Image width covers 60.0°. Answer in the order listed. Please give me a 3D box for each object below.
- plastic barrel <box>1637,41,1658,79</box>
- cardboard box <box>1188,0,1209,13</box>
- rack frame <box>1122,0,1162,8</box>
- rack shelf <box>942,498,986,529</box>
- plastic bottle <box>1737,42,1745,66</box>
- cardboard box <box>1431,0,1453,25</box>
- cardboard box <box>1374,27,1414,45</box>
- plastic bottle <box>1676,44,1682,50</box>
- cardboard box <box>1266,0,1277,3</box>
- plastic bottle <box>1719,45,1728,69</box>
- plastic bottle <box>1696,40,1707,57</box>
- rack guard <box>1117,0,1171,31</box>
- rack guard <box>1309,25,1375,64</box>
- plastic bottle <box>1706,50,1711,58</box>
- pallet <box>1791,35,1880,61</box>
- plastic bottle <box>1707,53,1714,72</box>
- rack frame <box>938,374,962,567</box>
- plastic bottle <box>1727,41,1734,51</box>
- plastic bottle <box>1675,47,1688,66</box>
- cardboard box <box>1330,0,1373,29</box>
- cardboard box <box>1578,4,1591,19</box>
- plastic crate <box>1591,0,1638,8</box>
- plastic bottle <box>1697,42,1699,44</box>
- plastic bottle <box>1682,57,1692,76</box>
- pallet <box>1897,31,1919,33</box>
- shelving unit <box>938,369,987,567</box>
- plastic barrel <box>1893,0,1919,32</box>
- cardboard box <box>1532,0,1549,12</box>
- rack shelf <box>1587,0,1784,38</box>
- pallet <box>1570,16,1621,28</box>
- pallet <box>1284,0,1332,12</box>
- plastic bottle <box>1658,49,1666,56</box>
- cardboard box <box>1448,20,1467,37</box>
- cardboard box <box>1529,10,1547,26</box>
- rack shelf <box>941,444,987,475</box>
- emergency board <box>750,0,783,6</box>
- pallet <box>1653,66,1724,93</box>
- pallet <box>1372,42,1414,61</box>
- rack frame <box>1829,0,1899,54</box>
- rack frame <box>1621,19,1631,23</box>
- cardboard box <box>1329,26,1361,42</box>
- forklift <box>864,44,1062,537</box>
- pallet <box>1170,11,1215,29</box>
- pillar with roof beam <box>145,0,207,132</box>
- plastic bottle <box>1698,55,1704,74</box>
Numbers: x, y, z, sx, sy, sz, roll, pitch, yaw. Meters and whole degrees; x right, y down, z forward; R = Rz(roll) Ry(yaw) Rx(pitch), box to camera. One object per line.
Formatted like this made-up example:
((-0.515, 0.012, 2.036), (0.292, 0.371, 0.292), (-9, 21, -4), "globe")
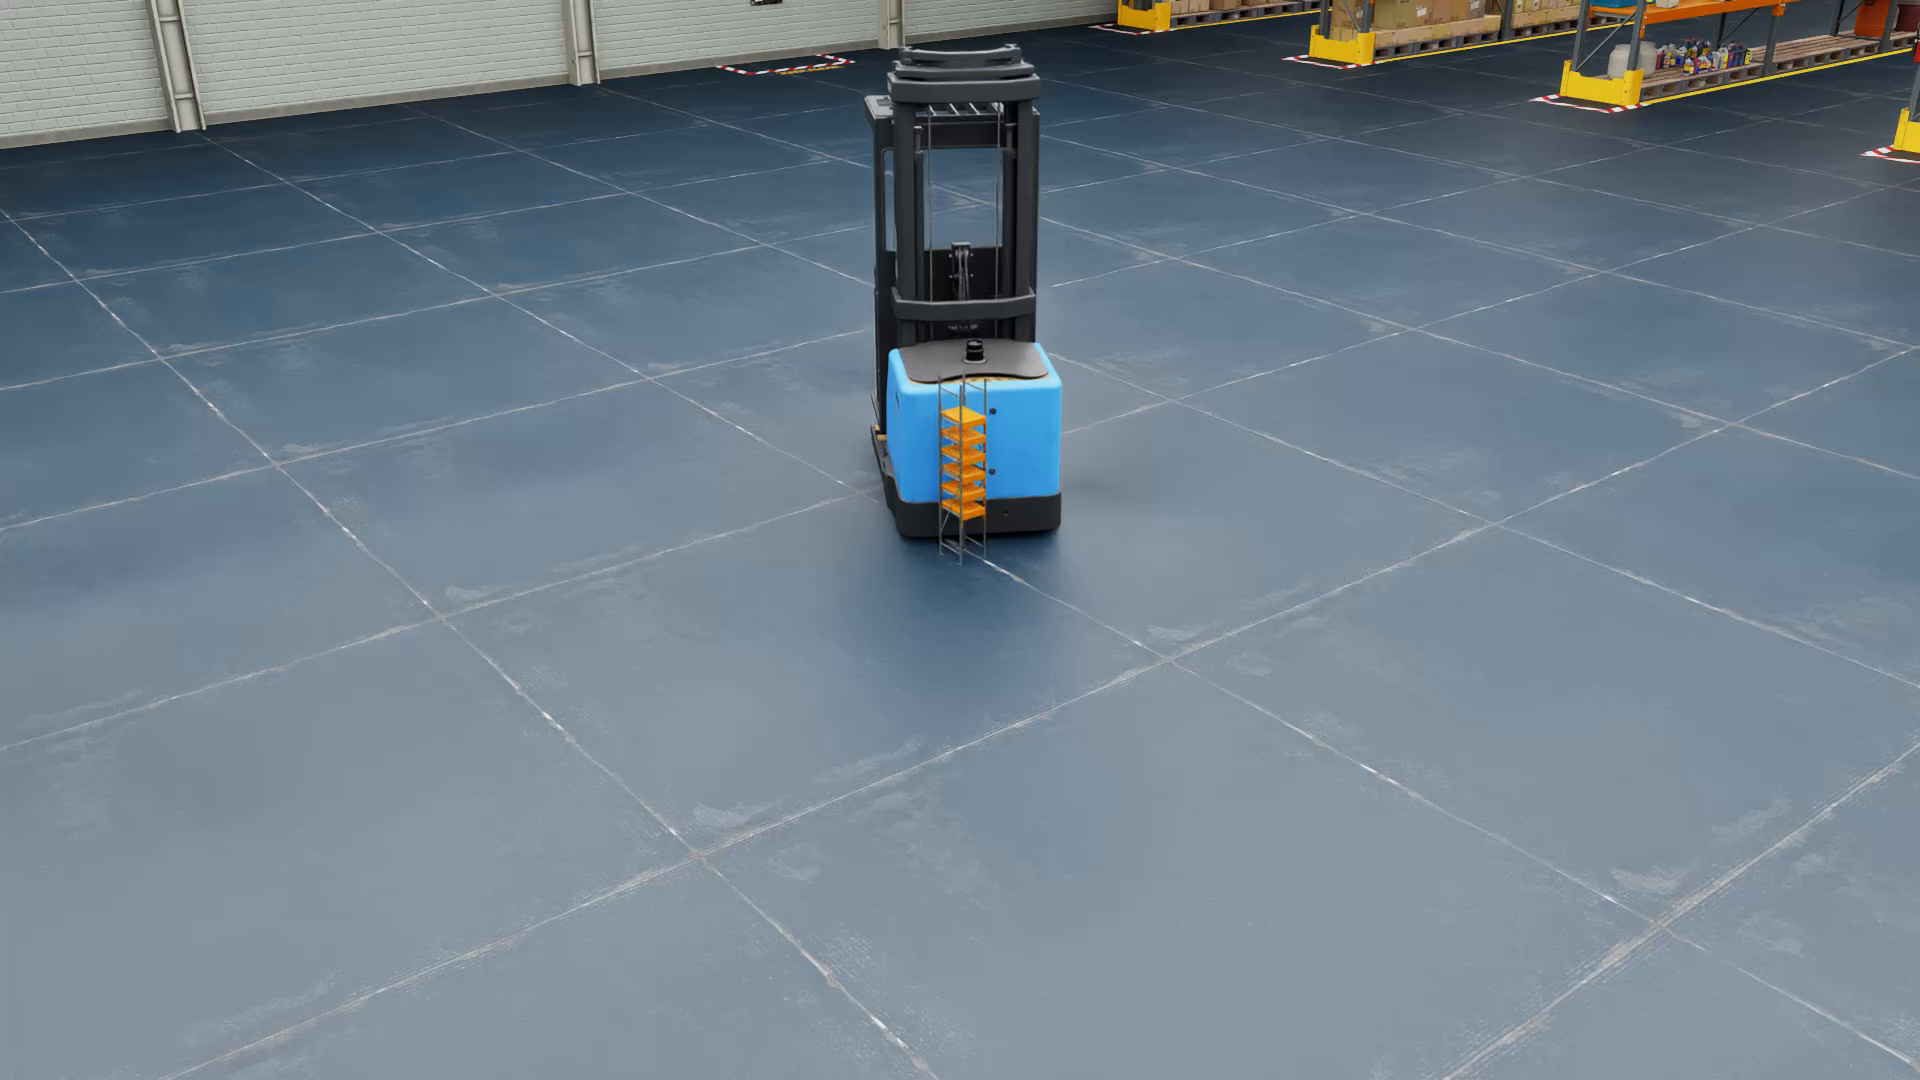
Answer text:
((10.457, -7.357, 25.496), (0.421, 0.512, 0.421), (0, 25, 0), "plastic barrel")
((4.527, -10.529, 32.544), (0.500, 0.311, 0.500), (-15, 29, -30), "cardboard box")
((3.479, -11.251, 31.429), (0.127, 3.000, 1.000), (-18, 31, -34), "rack frame")
((0.015, -0.181, 10.390), (0.180, 0.103, 0.258), (-17, 30, -32), "rack shelf")
((12.411, -7.743, 26.495), (0.185, 0.351, 0.144), (-19, 31, -35), "plastic bottle")
((8.280, -9.348, 29.207), (0.500, 0.500, 0.500), (-18, 31, -34), "cardboard box")
((7.489, -8.751, 28.809), (0.500, 0.250, 0.500), (-18, 31, -34), "cardboard box")
((11.544, -7.825, 26.751), (0.133, 0.283, 0.061), (-17, 30, -32), "plastic bottle")
((6.224, -11.055, 33.851), (0.380, 0.166, 0.250), (22, 33, 39), "cardboard box")
((12.006, -7.609, 26.207), (0.185, 0.351, 0.144), (-18, 31, -34), "plastic bottle")
((11.937, -7.886, 26.803), (0.185, 0.351, 0.144), (-18, 31, -34), "plastic bottle")
((3.539, -10.137, 31.997), (0.348, 0.500, 1.175), (-18, 31, -34), "rack guard")
((6.520, -8.471, 28.408), (0.348, 0.500, 1.175), (-18, 31, -34), "rack guard")
((11.809, -7.573, 26.208), (0.133, 0.283, 0.061), (-18, 31, -34), "plastic bottle")
((15.254, -8.594, 29.016), (1.213, 0.211, 1.003), (-18, 31, -34), "pallet")
((11.719, -7.466, 25.993), (0.097, 0.271, 0.097), (0, 25, 0), "plastic bottle")
((-0.059, -0.416, 10.222), (0.006, 1.200, 0.240), (-17, 30, -32), "rack frame")
((12.322, -7.791, 26.598), (0.185, 0.351, 0.144), (-18, 31, -34), "plastic bottle")
((11.477, -7.698, 26.486), (0.135, 0.276, 0.152), (-18, 31, -34), "plastic bottle")
((6.777, -9.132, 28.740), (0.500, 0.500, 0.500), (-18, 31, -34), "cardboard box")
((11.769, -10.150, 31.824), (0.500, 0.250, 0.500), (-17, 30, -33), "cardboard box")
((9.801, -8.130, 24.882), (0.616, 0.251, 0.499), (-18, 31, -34), "plastic crate")
((11.981, -7.941, 27.011), (0.135, 0.276, 0.152), (-17, 30, -32), "plastic bottle")
((11.211, -7.299, 25.631), (0.097, 0.271, 0.097), (0, 25, 0), "plastic bottle")
((17.441, -9.316, 30.572), (1.213, 0.211, 1.003), (-18, 31, -34), "pallet")
((0.015, -0.439, 10.270), (0.189, 1.200, 0.258), (-17, 30, -32), "shelving unit")
((17.151, -9.570, 30.172), (0.708, 0.588, 0.600), (-18, 31, -34), "plastic barrel")
((10.562, -10.000, 30.836), (0.500, 0.311, 0.500), (-19, 31, -35), "cardboard box")
((11.166, -8.162, 25.628), (4.000, 0.370, 1.077), (-18, 31, -34), "rack shelf")
((12.162, -10.223, 32.527), (1.213, 0.211, 1.003), (-18, 31, -34), "pallet")
((7.238, -11.228, 34.691), (1.213, 0.211, 1.003), (-18, 31, -34), "pallet")
((11.091, -7.648, 26.378), (0.135, 0.276, 0.152), (-19, 31, -35), "plastic bottle")
((8.672, -9.139, 29.645), (0.500, 0.250, 0.500), (-18, 31, -34), "cardboard box")
((10.559, -9.748, 30.958), (0.500, 0.250, 0.500), (-17, 30, -33), "cardboard box")
((0.015, -0.507, 10.238), (0.180, 0.103, 0.258), (-17, 30, -32), "rack shelf")
((-3.212, -9.535, 27.732), (0.626, 1.169, 0.157), (-18, 31, -34), "emergency board")
((11.225, -7.264, 26.150), (1.213, 0.211, 1.003), (-18, 31, -34), "pallet")
((7.114, -8.558, 28.940), (1.213, 0.211, 1.003), (-18, 31, -34), "pallet")
((15.887, -10.047, 28.835), (0.127, 3.000, 1.000), (-18, 31, -34), "rack frame")
((12.834, -11.689, 32.373), (0.127, 3.000, 1.000), (-18, 31, -34), "rack frame")
((6.778, -8.791, 28.896), (0.500, 0.250, 0.500), (-18, 31, -34), "cardboard box")
((-0.058, -1.936, 11.440), (1.130, 2.935, 3.031), (-3, 25, -7), "forklift")
((4.200, -10.205, 32.488), (1.213, 0.211, 1.003), (-18, 31, -34), "pallet")
((-8.012, -8.338, 18.027), (0.400, 9.000, 9.100), (-18, 31, -34), "pillar with roof beam")
((11.481, -7.388, 25.823), (0.097, 0.271, 0.097), (0, 25, 0), "plastic bottle")
